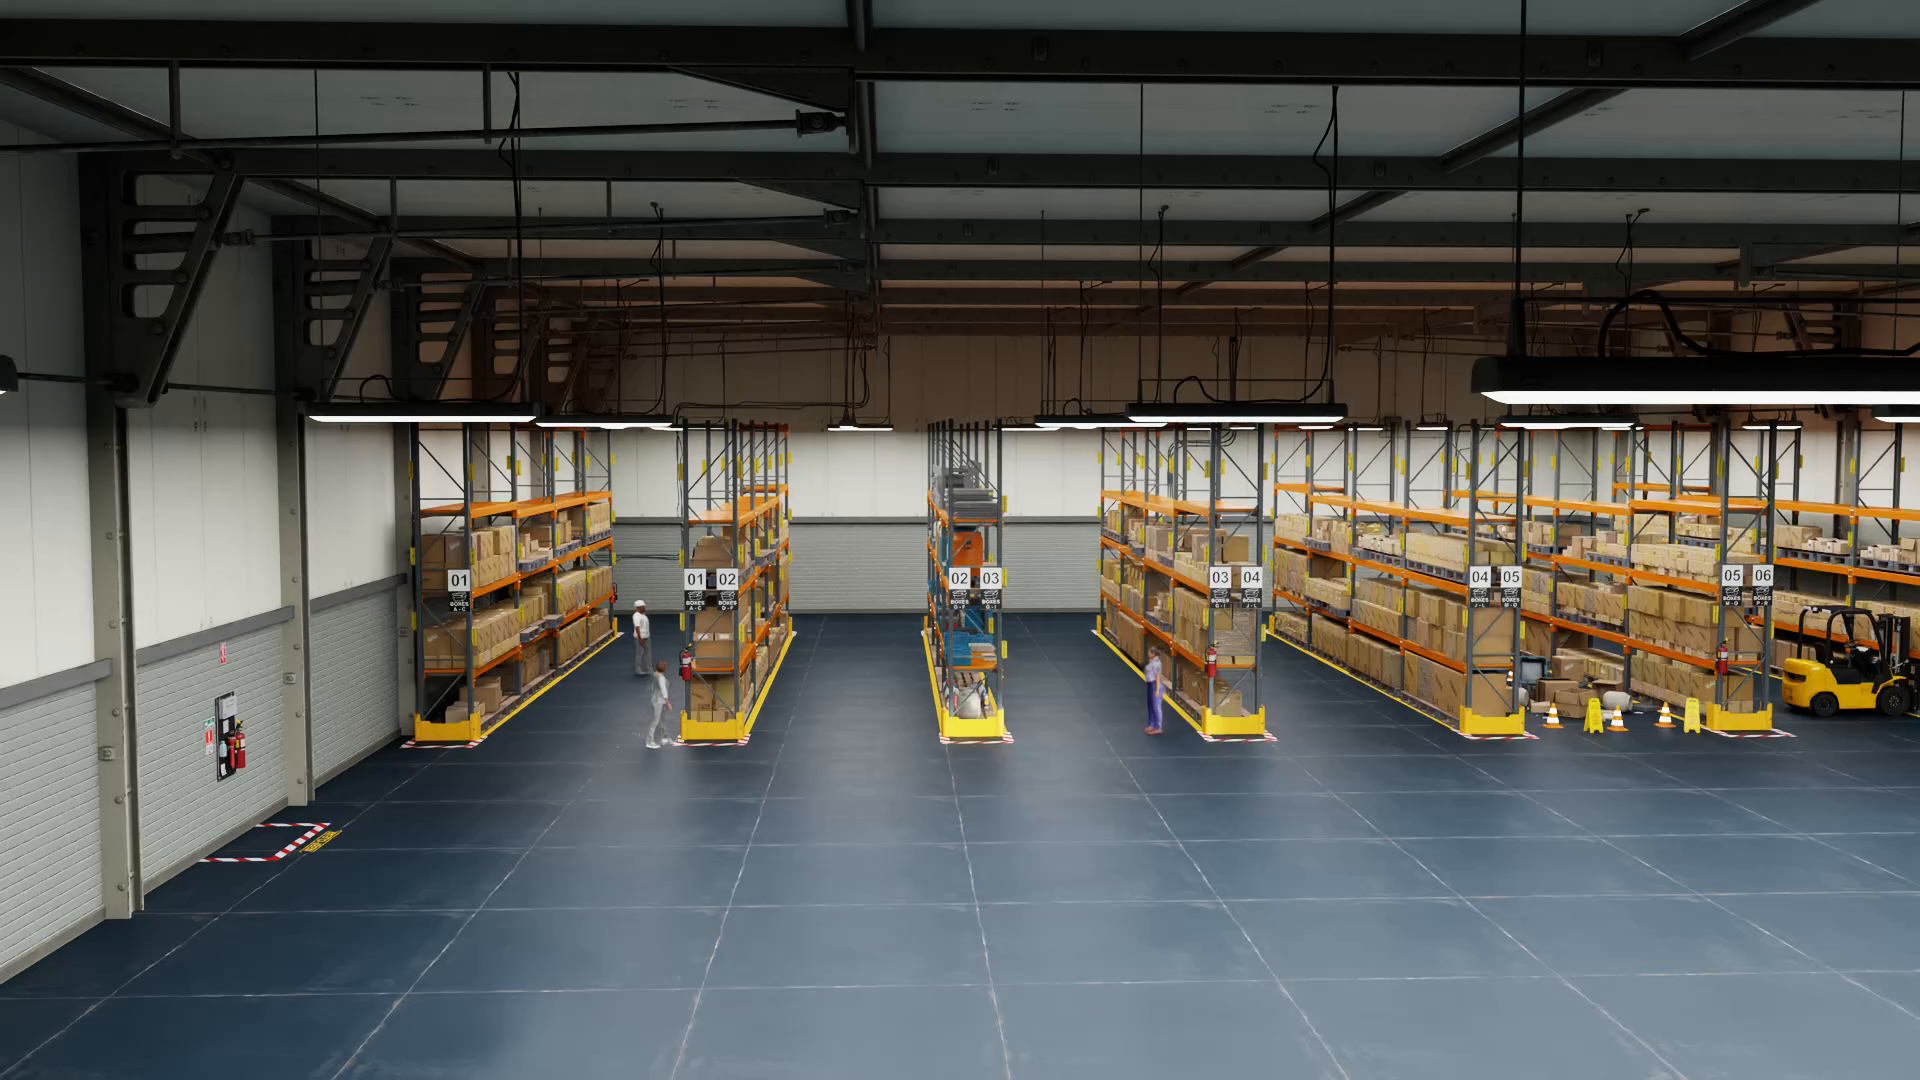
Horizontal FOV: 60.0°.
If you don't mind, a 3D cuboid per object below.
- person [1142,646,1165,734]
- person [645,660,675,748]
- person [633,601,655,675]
[{"bbox_3d":[3.712,2.855,31.854,0.407,1.656,0.525,0,4,-3],"label":"person"},{"bbox_3d":[-5.480,2.984,30.405,0.586,1.599,0.582,-1,4,-16],"label":"person"},{"bbox_3d":[-7.491,2.331,39.495,0.572,1.794,0.623,1,4,22],"label":"person"}]
